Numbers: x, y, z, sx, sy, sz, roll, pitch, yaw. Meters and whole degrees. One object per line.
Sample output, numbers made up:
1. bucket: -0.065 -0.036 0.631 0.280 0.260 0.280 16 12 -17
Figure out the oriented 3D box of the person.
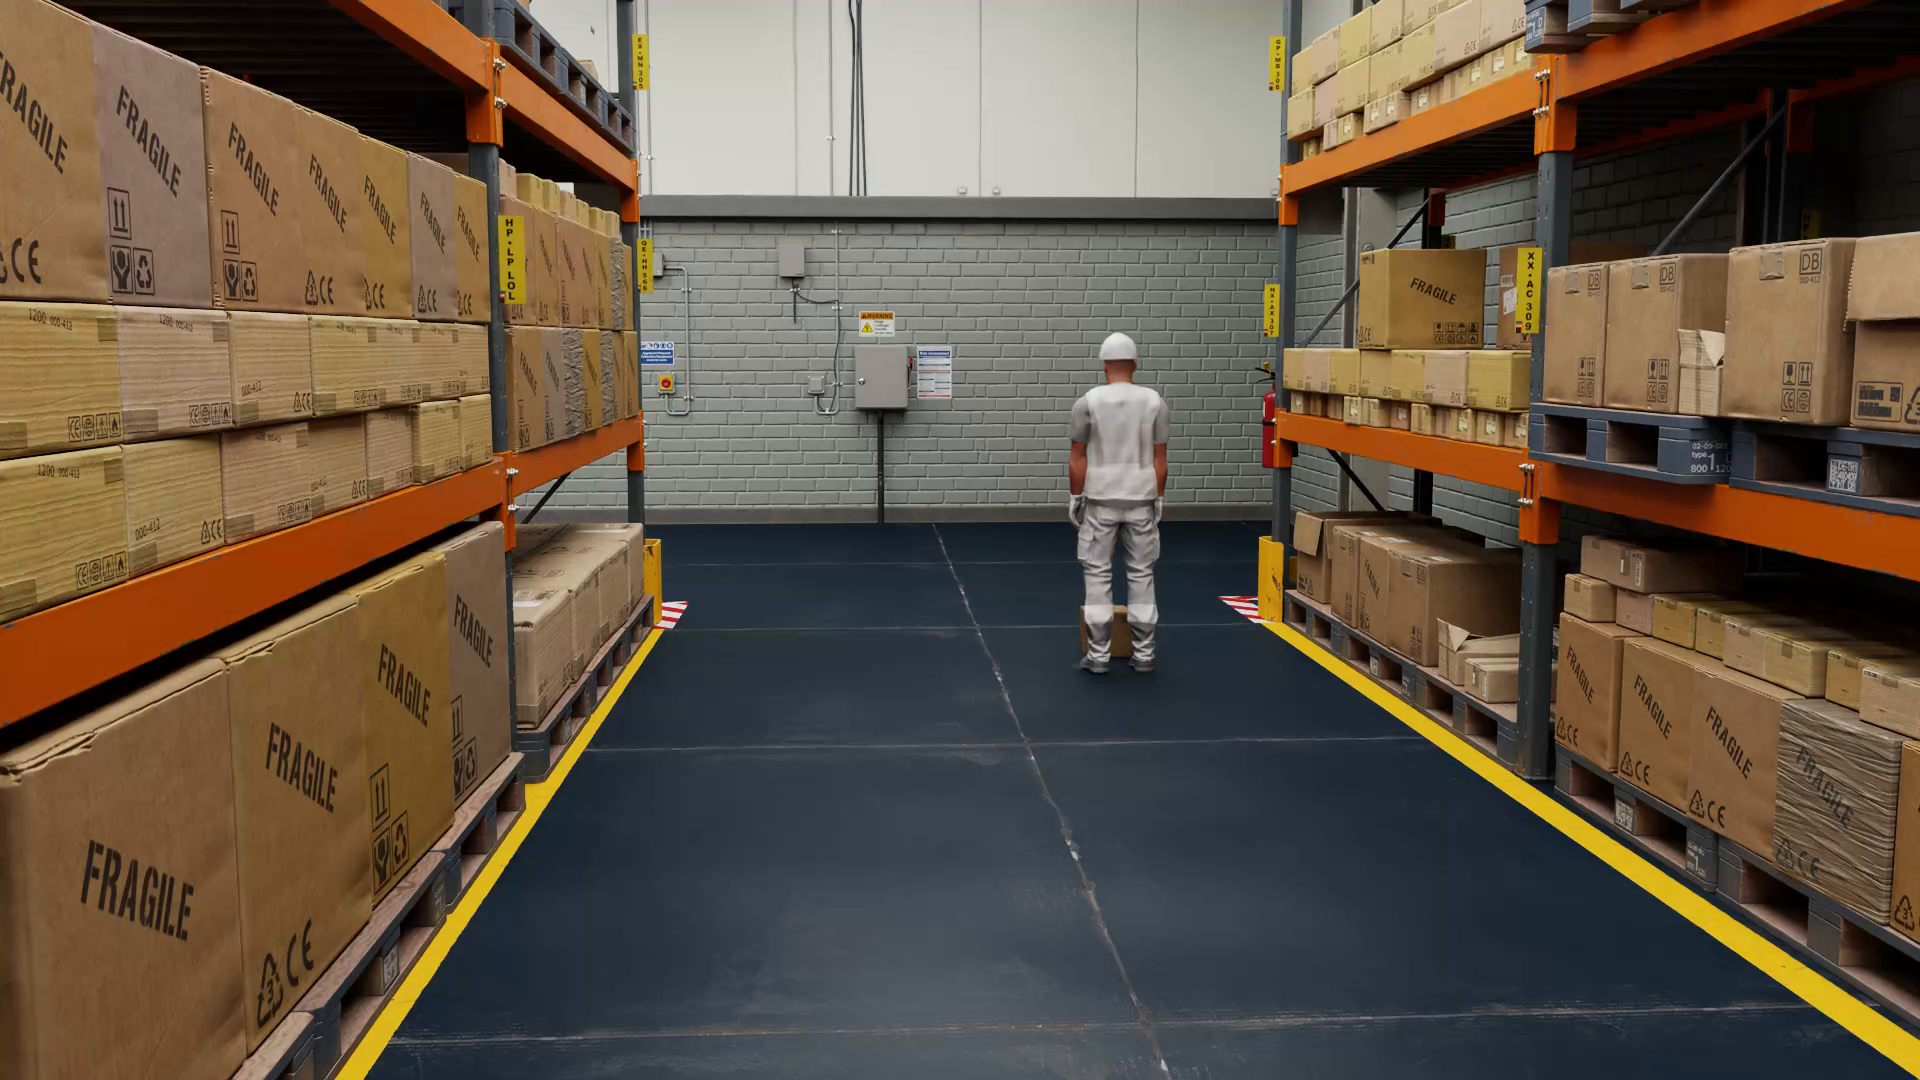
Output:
1. person: 0.832 -0.192 8.781 0.527 1.783 0.344 0 7 -3
